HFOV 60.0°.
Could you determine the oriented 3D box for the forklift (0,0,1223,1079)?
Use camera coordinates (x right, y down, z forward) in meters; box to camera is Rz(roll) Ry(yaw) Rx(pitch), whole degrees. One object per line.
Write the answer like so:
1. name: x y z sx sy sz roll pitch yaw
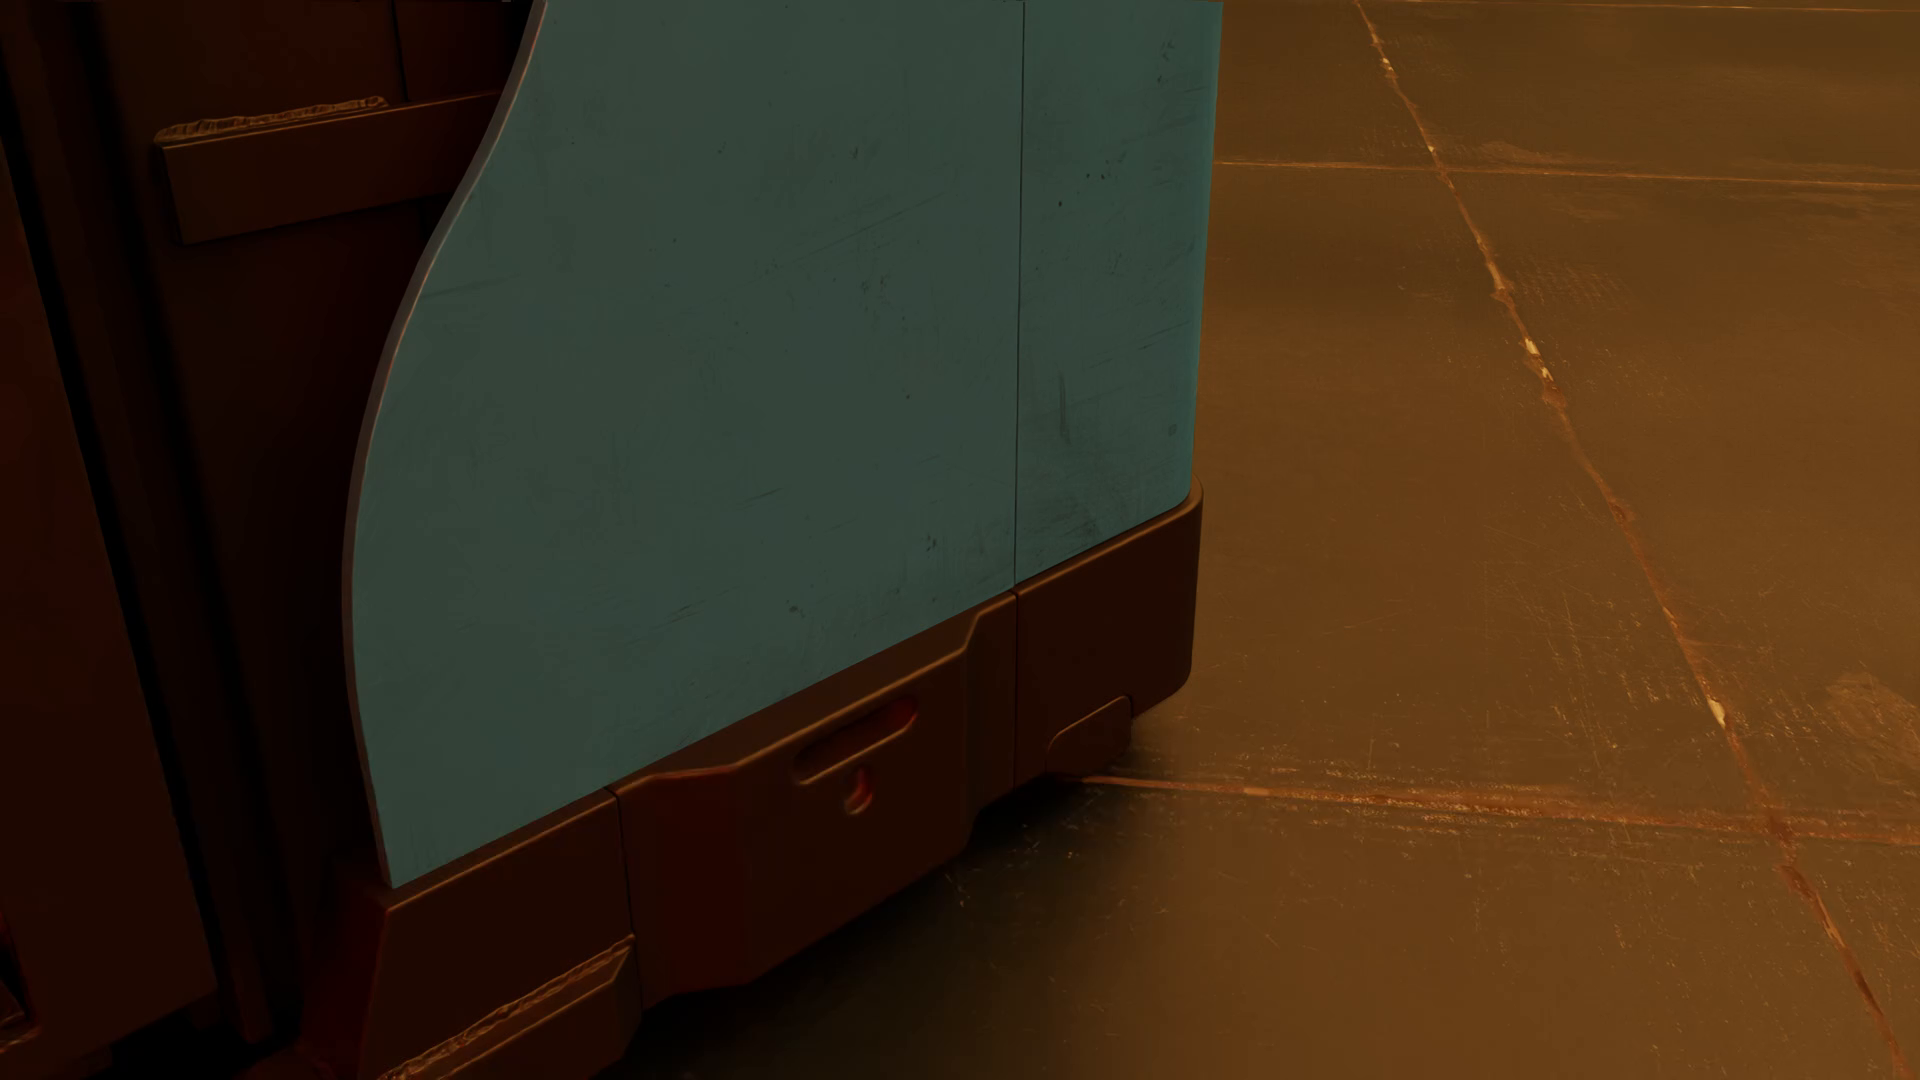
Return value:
1. forklift: -1.114 -0.783 0.786 1.130 2.935 3.031 24 35 39
